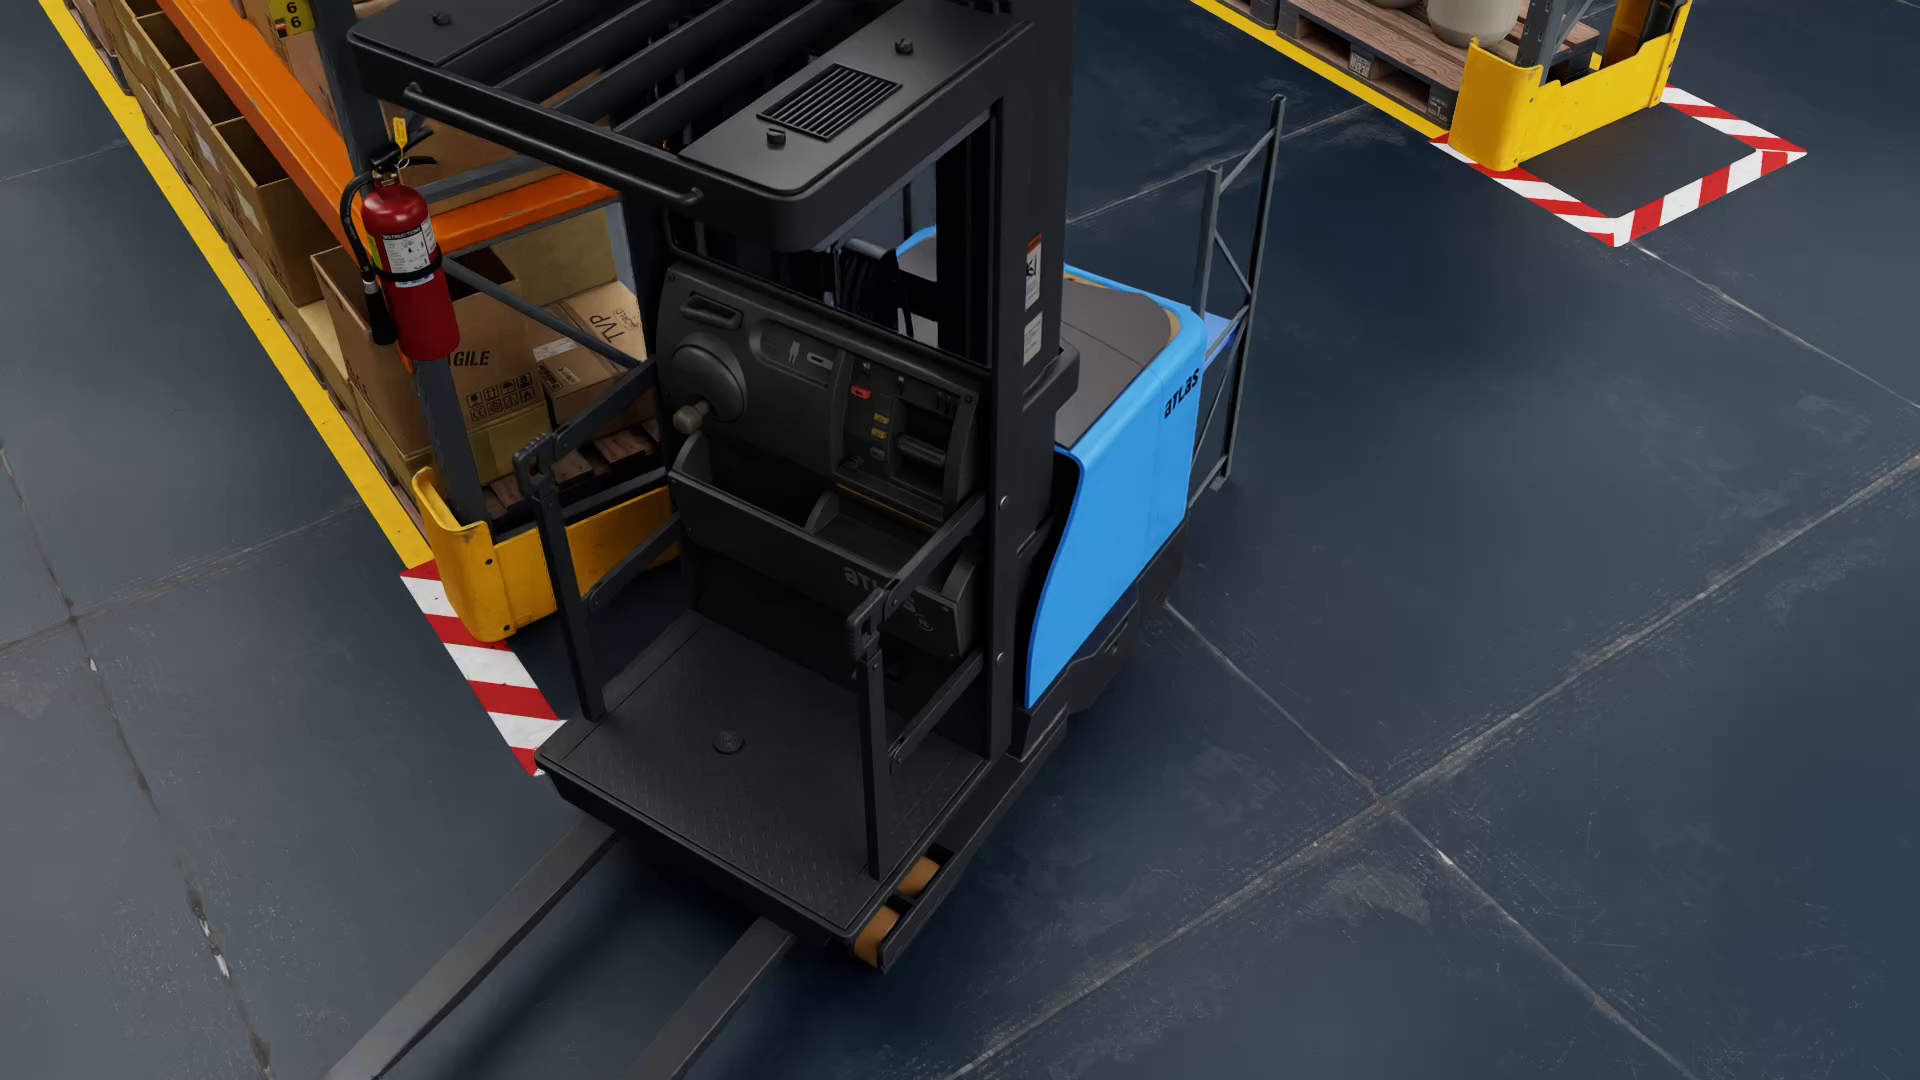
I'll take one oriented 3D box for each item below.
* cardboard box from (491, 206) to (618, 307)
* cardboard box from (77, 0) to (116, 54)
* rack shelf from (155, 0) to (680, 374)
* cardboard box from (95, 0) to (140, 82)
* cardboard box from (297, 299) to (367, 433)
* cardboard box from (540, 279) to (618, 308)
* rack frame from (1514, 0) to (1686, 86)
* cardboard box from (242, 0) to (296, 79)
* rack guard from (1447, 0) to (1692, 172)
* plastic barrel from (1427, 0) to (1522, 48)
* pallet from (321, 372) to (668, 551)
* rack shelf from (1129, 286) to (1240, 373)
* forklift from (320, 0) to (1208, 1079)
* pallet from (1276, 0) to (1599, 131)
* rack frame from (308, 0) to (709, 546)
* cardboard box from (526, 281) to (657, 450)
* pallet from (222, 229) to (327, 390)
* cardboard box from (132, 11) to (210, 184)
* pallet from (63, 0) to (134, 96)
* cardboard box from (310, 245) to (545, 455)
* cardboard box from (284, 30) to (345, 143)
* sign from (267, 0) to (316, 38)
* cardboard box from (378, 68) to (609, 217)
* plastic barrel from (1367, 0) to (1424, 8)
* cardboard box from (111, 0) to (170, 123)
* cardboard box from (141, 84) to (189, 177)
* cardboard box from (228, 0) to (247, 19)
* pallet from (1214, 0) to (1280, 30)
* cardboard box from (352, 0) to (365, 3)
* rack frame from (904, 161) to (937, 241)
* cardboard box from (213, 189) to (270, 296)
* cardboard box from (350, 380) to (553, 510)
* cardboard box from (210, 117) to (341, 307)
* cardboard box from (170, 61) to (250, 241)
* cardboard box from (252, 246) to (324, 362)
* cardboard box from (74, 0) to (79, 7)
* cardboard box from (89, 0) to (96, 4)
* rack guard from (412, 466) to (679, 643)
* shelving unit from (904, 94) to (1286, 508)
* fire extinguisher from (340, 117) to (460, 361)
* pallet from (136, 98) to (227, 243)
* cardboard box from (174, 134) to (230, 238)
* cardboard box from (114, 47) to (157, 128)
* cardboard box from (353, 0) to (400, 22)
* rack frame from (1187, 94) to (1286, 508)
[{"bbox_3d":[-1.596,-1.178,5.955,0.500,0.500,0.500,-26,49,-24],"label":"cardboard box"},{"bbox_3d":[-3.947,-2.618,8.007,0.500,0.250,0.500,-26,50,-25],"label":"cardboard box"},{"bbox_3d":[-2.328,-1.948,6.139,1.077,0.370,4.000,-26,49,-24],"label":"rack shelf"},{"bbox_3d":[-3.464,-2.383,7.218,0.500,0.500,0.500,-26,49,-24],"label":"cardboard box"},{"bbox_3d":[-2.029,-0.698,5.996,0.500,0.250,0.500,-26,49,-24],"label":"cardboard box"},{"bbox_3d":[-1.597,-0.906,6.214,0.500,0.250,0.500,-26,49,-24],"label":"cardboard box"},{"bbox_3d":[2.881,-3.030,6.751,1.000,3.000,0.127,-26,49,-24],"label":"rack frame"},{"bbox_3d":[-2.024,-1.960,5.558,0.700,0.500,0.500,-25,49,-24],"label":"cardboard box"},{"bbox_3d":[2.799,-2.150,7.640,1.175,0.500,0.348,-26,49,-24],"label":"rack guard"},{"bbox_3d":[2.442,-2.624,7.824,0.421,0.512,0.421,0,44,0],"label":"plastic barrel"},{"bbox_3d":[-1.656,-0.483,6.103,1.003,0.211,1.213,-26,49,-24],"label":"pallet"},{"bbox_3d":[0.398,-0.690,5.647,1.000,0.185,0.538,22,48,22],"label":"rack shelf"},{"bbox_3d":[-0.478,-0.276,3.916,1.130,2.935,3.031,24,49,23],"label":"forklift"},{"bbox_3d":[2.339,-2.508,8.224,1.003,0.211,1.213,-26,49,-24],"label":"pallet"},{"bbox_3d":[-1.184,-1.075,4.704,1.000,3.000,0.127,-26,49,-24],"label":"rack frame"},{"bbox_3d":[-1.308,-0.624,5.919,0.500,0.250,0.500,-26,49,-24],"label":"cardboard box"},{"bbox_3d":[-2.349,-1.173,6.826,1.003,0.211,1.213,-26,49,-24],"label":"pallet"},{"bbox_3d":[-2.891,-1.817,6.625,0.500,0.500,0.500,-26,49,-24],"label":"cardboard box"},{"bbox_3d":[-3.926,-2.734,8.461,1.003,0.211,1.213,-26,49,-24],"label":"pallet"},{"bbox_3d":[-1.735,-0.690,5.444,0.500,0.500,0.500,-26,49,-24],"label":"cardboard box"},{"bbox_3d":[-1.745,-1.676,5.261,0.700,0.500,0.500,-24,49,-23],"label":"cardboard box"},{"bbox_3d":[-1.637,-1.373,4.006,0.100,0.325,0.005,-26,49,-24],"label":"sign"},{"bbox_3d":[-1.440,-1.381,4.952,0.700,0.500,0.500,-26,49,-24],"label":"cardboard box"},{"bbox_3d":[2.155,-2.908,8.122,0.421,0.512,0.421,0,44,0],"label":"plastic barrel"},{"bbox_3d":[-3.171,-2.103,6.924,0.500,0.500,0.500,-26,49,-24],"label":"cardboard box"},{"bbox_3d":[-3.174,-1.830,7.182,0.500,0.250,0.500,-26,49,-24],"label":"cardboard box"},{"bbox_3d":[-2.328,-2.256,5.869,0.700,0.500,0.500,-24,49,-23],"label":"cardboard box"},{"bbox_3d":[1.645,-3.198,8.947,1.003,0.211,1.213,-26,49,-24],"label":"pallet"},{"bbox_3d":[-1.471,-1.880,4.535,0.700,0.500,0.500,-26,49,-24],"label":"cardboard box"},{"bbox_3d":[-0.039,-1.000,5.712,0.032,1.500,0.500,22,48,22],"label":"rack frame"},{"bbox_3d":[-2.601,-1.264,6.589,0.500,0.250,0.500,-26,49,-24],"label":"cardboard box"},{"bbox_3d":[-1.733,-0.419,5.704,0.500,0.250,0.500,-26,49,-24],"label":"cardboard box"},{"bbox_3d":[-2.319,-1.250,6.032,0.500,0.500,0.500,-26,49,-24],"label":"cardboard box"},{"bbox_3d":[-2.604,-1.534,6.329,0.500,0.500,0.500,-26,49,-24],"label":"cardboard box"},{"bbox_3d":[-2.316,-0.980,6.292,0.500,0.250,0.500,-26,49,-24],"label":"cardboard box"},{"bbox_3d":[-4.235,-2.905,8.308,0.500,0.250,0.500,-26,50,-25],"label":"cardboard box"},{"bbox_3d":[-3.939,-2.817,7.809,0.500,0.311,0.500,-26,49,-24],"label":"cardboard box"},{"bbox_3d":[-1.170,-0.157,5.553,1.175,0.500,0.348,-26,49,-24],"label":"rack guard"},{"bbox_3d":[0.398,-0.820,5.523,1.048,1.500,0.538,22,48,22],"label":"shelving unit"},{"bbox_3d":[-1.497,-0.797,4.468,0.296,0.674,0.183,-26,49,-24],"label":"fire extinguisher"},{"bbox_3d":[-3.051,-1.865,7.551,1.003,0.211,1.213,-26,49,-24],"label":"pallet"},{"bbox_3d":[-2.892,-1.545,6.883,0.500,0.250,0.500,-26,49,-24],"label":"cardboard box"},{"bbox_3d":[-3.455,-2.115,7.481,0.500,0.250,0.500,-26,49,-24],"label":"cardboard box"},{"bbox_3d":[-1.559,-1.487,4.593,0.380,0.149,0.250,-27,50,-25],"label":"cardboard box"},{"bbox_3d":[0.834,-0.640,5.334,0.032,1.500,0.500,22,48,22],"label":"rack frame"}]
